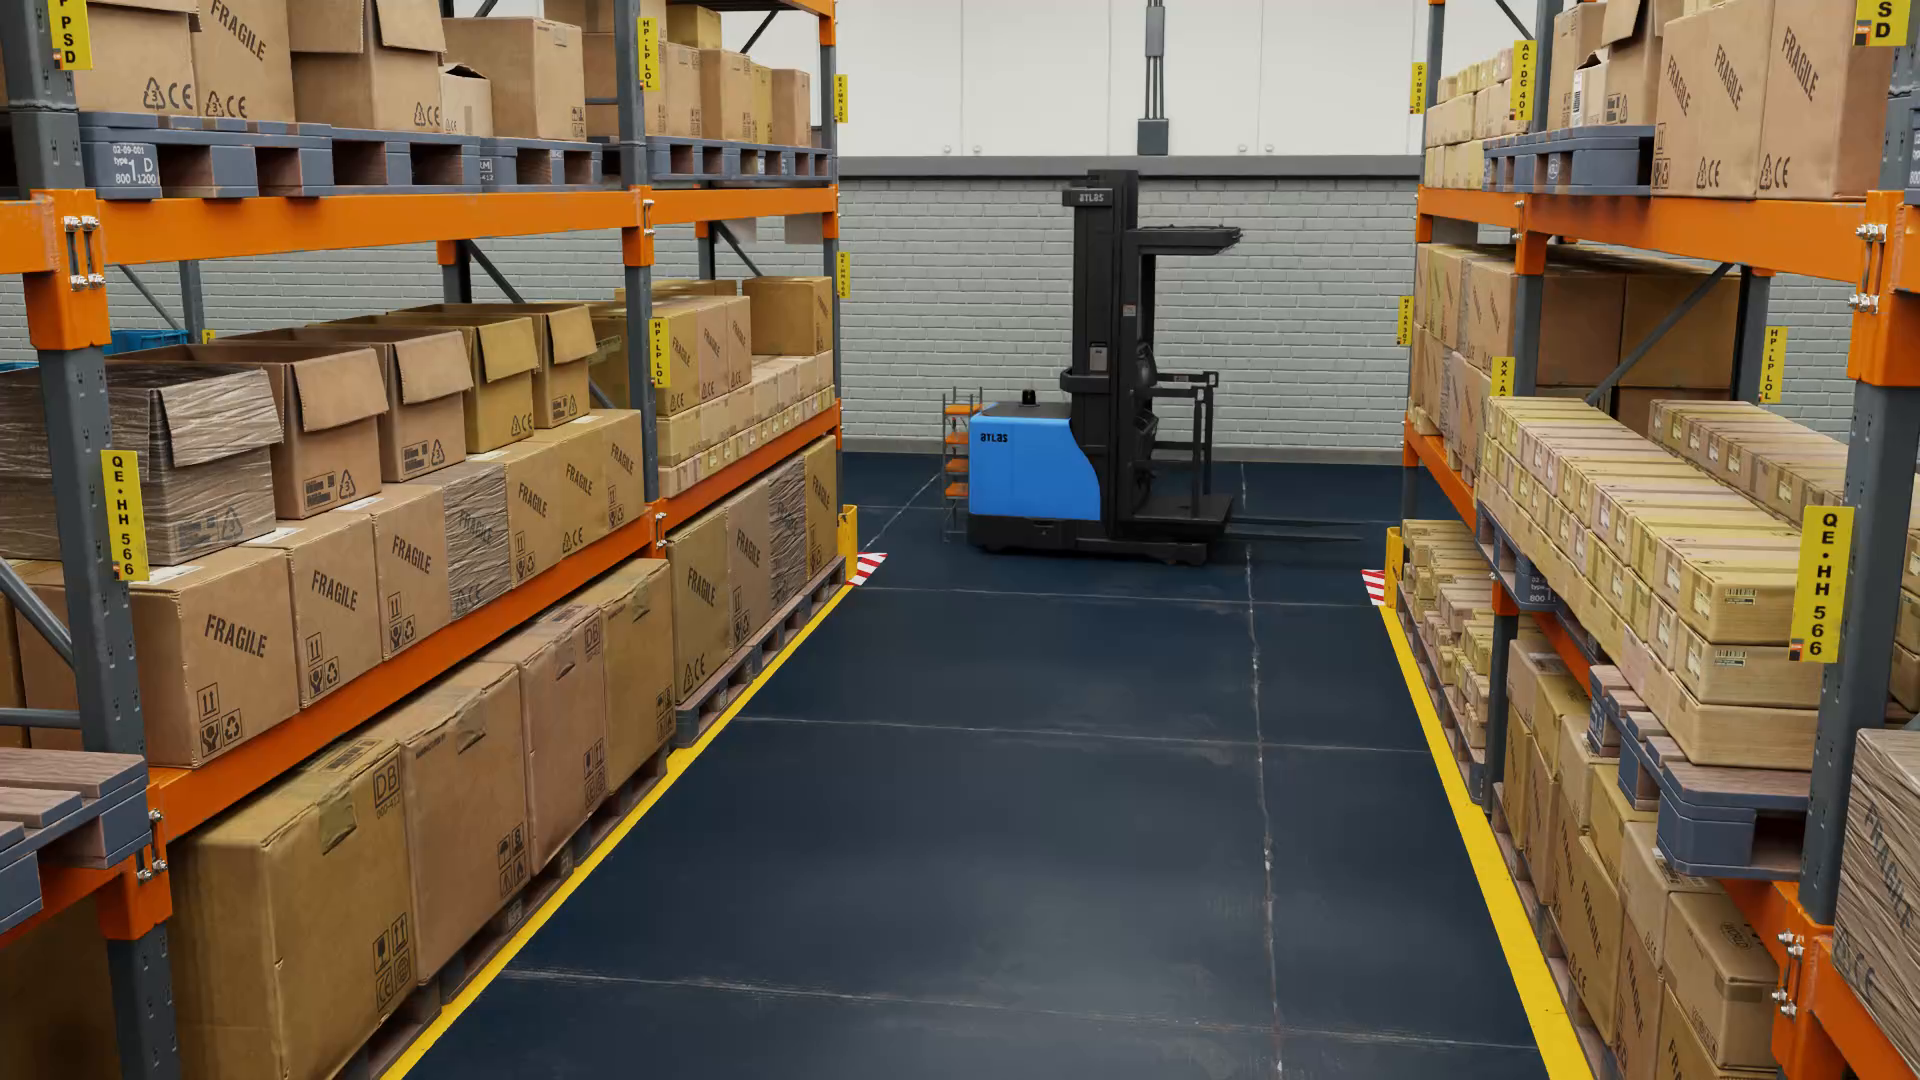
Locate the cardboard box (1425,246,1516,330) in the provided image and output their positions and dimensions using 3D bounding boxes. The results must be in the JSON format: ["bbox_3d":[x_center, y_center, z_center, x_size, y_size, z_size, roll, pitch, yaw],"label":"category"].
[{"bbox_3d":[3.122,-1.523,10.125,0.500,0.500,0.500,2,12,10],"label":"cardboard box"}]

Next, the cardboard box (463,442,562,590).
[{"bbox_3d":[-1.934,-0.110,6.648,0.500,0.500,0.500,2,12,8],"label":"cardboard box"}]

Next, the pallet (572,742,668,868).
[{"bbox_3d":[-2.020,1.147,7.671,1.003,0.211,1.213,2,12,9],"label":"pallet"}]

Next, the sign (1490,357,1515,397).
[{"bbox_3d":[2.372,-0.637,7.274,0.100,0.325,0.005,2,12,9],"label":"sign"}]

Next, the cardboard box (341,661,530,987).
[{"bbox_3d":[-2.320,0.958,5.974,1.225,0.875,0.875,2,12,9],"label":"cardboard box"}]

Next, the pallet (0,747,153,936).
[{"bbox_3d":[-2.595,0.699,3.586,1.213,0.211,1.003,2,12,9],"label":"pallet"}]

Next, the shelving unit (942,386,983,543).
[{"bbox_3d":[0.023,-0.621,13.527,0.258,1.200,0.503,2,12,9],"label":"shelving unit"}]

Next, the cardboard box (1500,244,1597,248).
[{"bbox_3d":[3.700,-1.610,10.528,0.500,0.500,0.500,2,12,7],"label":"cardboard box"}]

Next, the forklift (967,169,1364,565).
[{"bbox_3d":[1.631,-1.363,12.860,3.031,2.935,1.130,3,12,13],"label":"forklift"}]

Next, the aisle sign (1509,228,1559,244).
[{"bbox_3d":[3.833,-2.307,10.906,0.394,0.787,0.004,2,12,9],"label":"aisle sign"}]

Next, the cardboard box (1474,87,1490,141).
[{"bbox_3d":[2.896,-2.156,8.427,0.500,0.250,0.500,2,12,11],"label":"cardboard box"}]

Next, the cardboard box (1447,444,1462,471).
[{"bbox_3d":[2.892,-0.470,9.150,0.380,0.149,0.250,2,12,10],"label":"cardboard box"}]

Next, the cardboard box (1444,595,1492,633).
[{"bbox_3d":[2.806,0.400,8.876,0.380,0.149,0.250,1,12,6],"label":"cardboard box"}]

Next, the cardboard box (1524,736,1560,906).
[{"bbox_3d":[2.454,1.074,6.325,0.500,0.500,0.500,2,12,11],"label":"cardboard box"}]

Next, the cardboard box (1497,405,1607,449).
[{"bbox_3d":[2.358,-0.446,6.629,0.380,0.149,0.250,2,12,10],"label":"cardboard box"}]

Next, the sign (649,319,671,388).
[{"bbox_3d":[-1.438,-0.891,7.949,0.100,0.325,0.005,2,12,9],"label":"sign"}]

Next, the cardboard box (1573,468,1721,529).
[{"bbox_3d":[2.118,-0.124,5.138,0.380,0.149,0.250,2,12,11],"label":"cardboard box"}]

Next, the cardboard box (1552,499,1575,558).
[{"bbox_3d":[2.156,-0.033,5.420,0.380,0.149,0.250,2,12,8],"label":"cardboard box"}]

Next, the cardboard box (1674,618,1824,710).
[{"bbox_3d":[1.920,0.289,3.924,0.380,0.149,0.250,2,12,10],"label":"cardboard box"}]

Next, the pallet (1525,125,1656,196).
[{"bbox_3d":[2.553,-1.231,5.412,1.213,0.211,1.003,2,12,9],"label":"pallet"}]

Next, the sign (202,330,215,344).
[{"bbox_3d":[-5.709,-1.438,12.658,0.100,0.325,0.005,2,12,9],"label":"sign"}]

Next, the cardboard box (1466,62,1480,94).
[{"bbox_3d":[2.880,-2.428,8.740,0.380,0.149,0.250,2,12,8],"label":"cardboard box"}]

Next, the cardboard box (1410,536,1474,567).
[{"bbox_3d":[3.020,0.075,10.385,0.380,0.149,0.250,2,12,8],"label":"cardboard box"}]

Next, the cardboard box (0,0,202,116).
[{"bbox_3d":[-2.568,-1.398,4.500,0.797,0.503,0.637,3,12,12],"label":"cardboard box"}]

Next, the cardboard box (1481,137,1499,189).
[{"bbox_3d":[2.807,-1.805,7.986,0.500,0.250,0.500,2,12,8],"label":"cardboard box"}]

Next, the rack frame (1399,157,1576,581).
[{"bbox_3d":[3.525,-1.030,11.155,1.000,3.000,0.127,2,12,9],"label":"rack frame"}]

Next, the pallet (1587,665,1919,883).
[{"bbox_3d":[2.299,0.577,4.152,1.213,0.211,1.003,2,12,9],"label":"pallet"}]

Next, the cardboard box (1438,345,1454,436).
[{"bbox_3d":[2.965,-0.820,9.235,0.500,0.500,0.500,2,12,7],"label":"cardboard box"}]

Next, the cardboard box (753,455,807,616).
[{"bbox_3d":[-1.520,-0.054,10.668,0.875,0.875,0.875,2,12,9],"label":"cardboard box"}]

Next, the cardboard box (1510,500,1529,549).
[{"bbox_3d":[2.276,-0.051,6.210,0.380,0.149,0.250,2,12,9],"label":"cardboard box"}]

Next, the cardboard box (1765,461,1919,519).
[{"bbox_3d":[2.800,-0.154,5.274,0.380,0.149,0.250,2,12,8],"label":"cardboard box"}]

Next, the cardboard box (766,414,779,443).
[{"bbox_3d":[-1.325,-0.686,10.155,0.380,0.149,0.250,2,12,10],"label":"cardboard box"}]

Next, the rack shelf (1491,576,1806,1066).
[{"bbox_3d":[2.602,0.570,5.435,1.077,0.370,4.000,2,12,9],"label":"rack shelf"}]

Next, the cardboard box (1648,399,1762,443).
[{"bbox_3d":[3.041,-0.481,6.794,0.380,0.149,0.250,2,12,11],"label":"cardboard box"}]

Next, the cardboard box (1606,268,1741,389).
[{"bbox_3d":[3.220,-0.967,7.543,0.500,0.500,0.500,2,12,10],"label":"cardboard box"}]

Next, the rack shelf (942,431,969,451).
[{"bbox_3d":[0.023,-0.774,13.494,0.258,0.148,0.480,2,12,9],"label":"rack shelf"}]

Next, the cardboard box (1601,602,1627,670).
[{"bbox_3d":[2.037,0.278,4.683,0.380,0.149,0.250,2,12,8],"label":"cardboard box"}]

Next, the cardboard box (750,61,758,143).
[{"bbox_3d":[-1.625,-2.649,10.074,0.700,0.500,0.500,1,12,5],"label":"cardboard box"}]

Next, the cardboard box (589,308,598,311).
[{"bbox_3d":[-2.169,-0.923,8.524,0.500,0.500,0.500,2,12,10],"label":"cardboard box"}]

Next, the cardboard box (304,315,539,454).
[{"bbox_3d":[-2.183,-0.643,6.739,0.797,0.503,0.637,2,12,9],"label":"cardboard box"}]

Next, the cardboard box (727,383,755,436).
[{"bbox_3d":[-1.489,-0.752,9.514,0.500,0.250,0.500,2,12,10],"label":"cardboard box"}]

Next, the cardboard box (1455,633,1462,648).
[{"bbox_3d":[2.852,0.553,8.869,0.380,0.149,0.250,2,12,10],"label":"cardboard box"}]

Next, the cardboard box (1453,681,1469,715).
[{"bbox_3d":[2.733,0.789,8.481,0.380,0.149,0.250,1,12,7],"label":"cardboard box"}]

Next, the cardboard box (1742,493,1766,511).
[{"bbox_3d":[2.844,-0.062,5.554,0.380,0.149,0.250,2,12,9],"label":"cardboard box"}]

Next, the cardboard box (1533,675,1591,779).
[{"bbox_3d":[2.455,0.708,6.242,0.500,0.250,0.500,2,12,10],"label":"cardboard box"}]

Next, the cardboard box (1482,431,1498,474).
[{"bbox_3d":[2.395,-0.359,6.931,0.380,0.149,0.250,2,12,10],"label":"cardboard box"}]

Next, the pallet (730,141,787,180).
[{"bbox_3d":[-1.650,-2.226,9.791,1.003,0.211,1.213,2,12,9],"label":"pallet"}]

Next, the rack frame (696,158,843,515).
[{"bbox_3d":[-1.361,-1.212,11.998,1.000,3.000,0.127,2,12,9],"label":"rack frame"}]

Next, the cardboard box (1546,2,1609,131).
[{"bbox_3d":[2.743,-1.843,6.571,0.700,0.500,0.500,2,12,9],"label":"cardboard box"}]

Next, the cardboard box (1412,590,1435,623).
[{"bbox_3d":[2.990,0.415,10.216,0.380,0.149,0.250,2,12,9],"label":"cardboard box"}]

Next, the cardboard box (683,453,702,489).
[{"bbox_3d":[-1.561,-0.362,8.650,0.380,0.149,0.250,1,12,7],"label":"cardboard box"}]

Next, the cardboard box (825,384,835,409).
[{"bbox_3d":[-1.090,-1.005,11.631,0.380,0.149,0.250,2,12,10],"label":"cardboard box"}]

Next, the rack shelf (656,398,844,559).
[{"bbox_3d":[-1.668,-0.444,10.142,1.077,0.370,4.000,2,12,9],"label":"rack shelf"}]
